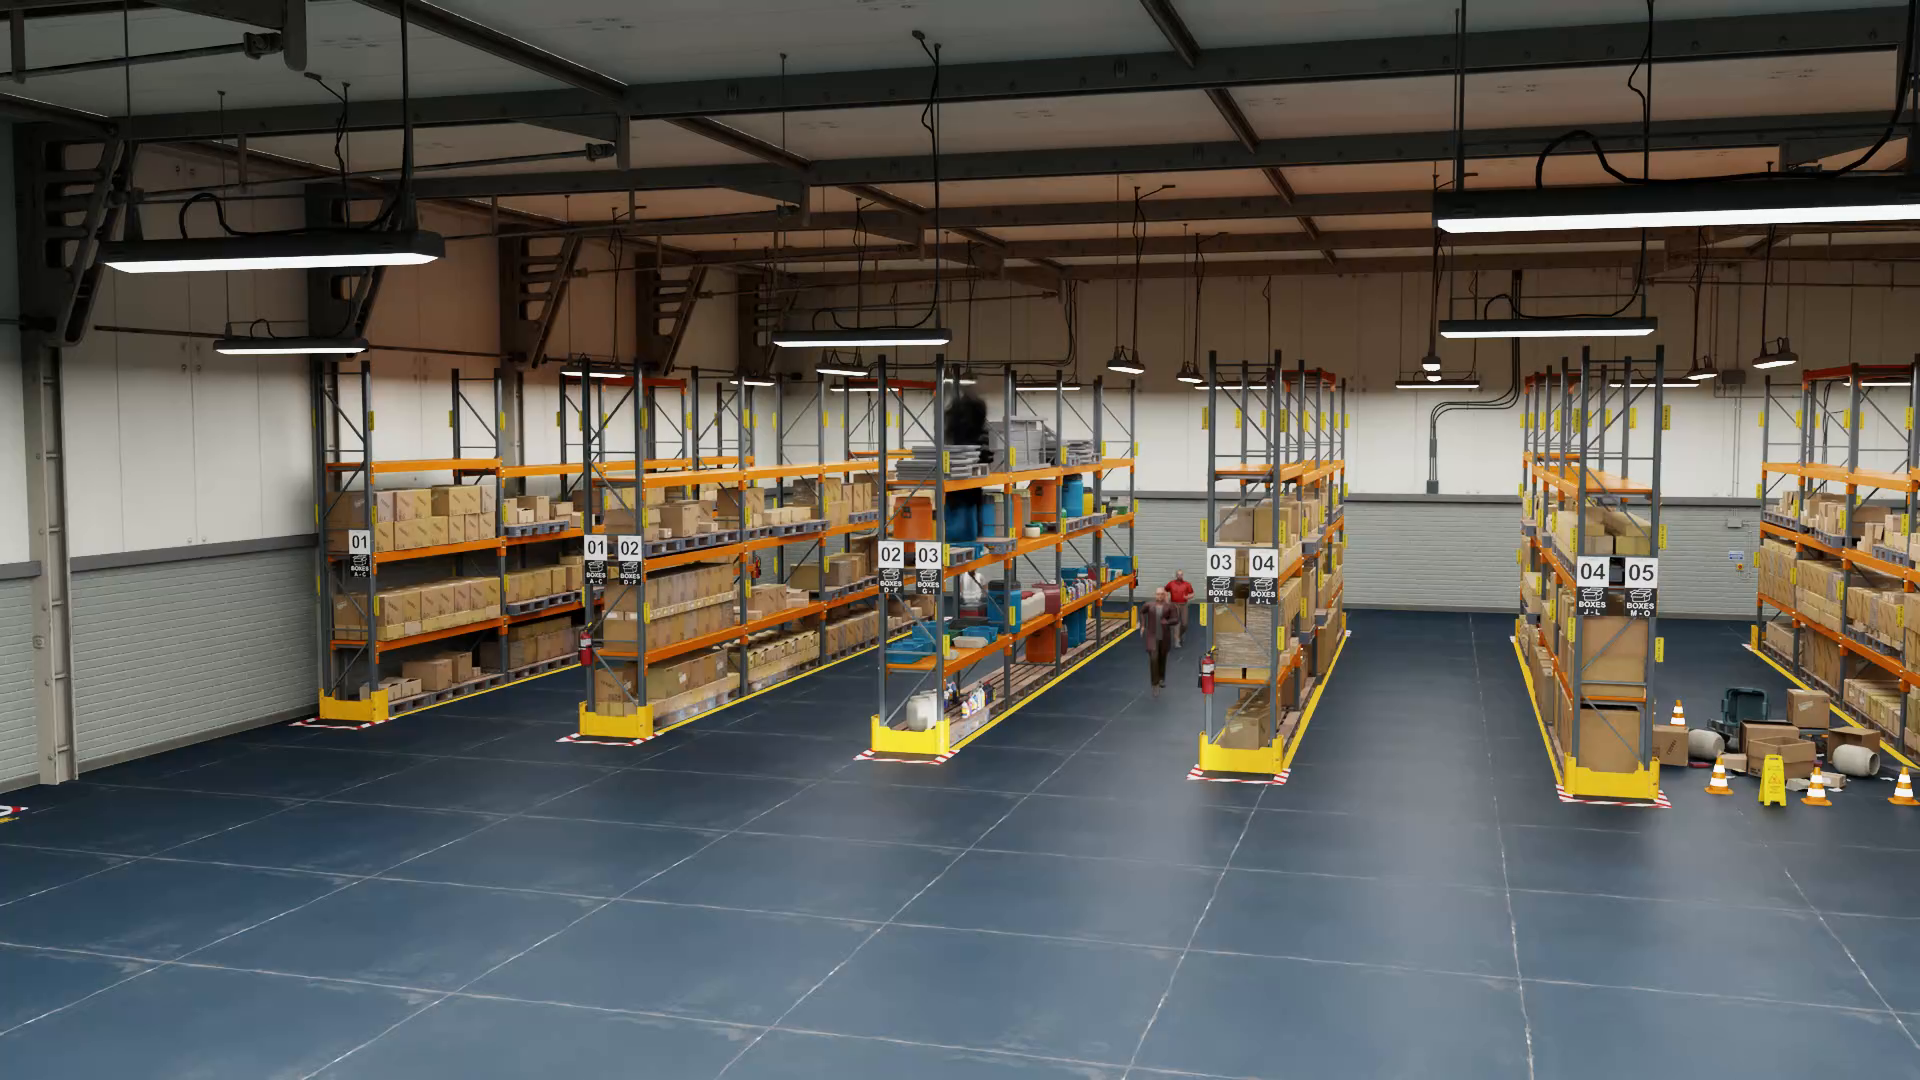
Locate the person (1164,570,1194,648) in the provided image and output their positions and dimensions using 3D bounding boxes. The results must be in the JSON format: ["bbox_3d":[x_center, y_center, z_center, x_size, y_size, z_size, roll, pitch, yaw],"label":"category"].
[{"bbox_3d":[4.851,1.509,36.901,0.662,1.693,0.920,0,4,3],"label":"person"}]

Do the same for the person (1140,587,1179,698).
[{"bbox_3d":[3.483,1.769,29.039,0.666,1.894,0.889,0,4,3],"label":"person"}]

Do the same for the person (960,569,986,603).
[{"bbox_3d":[0.281,1.360,39.022,0.673,1.732,0.641,0,4,6],"label":"person"}]
